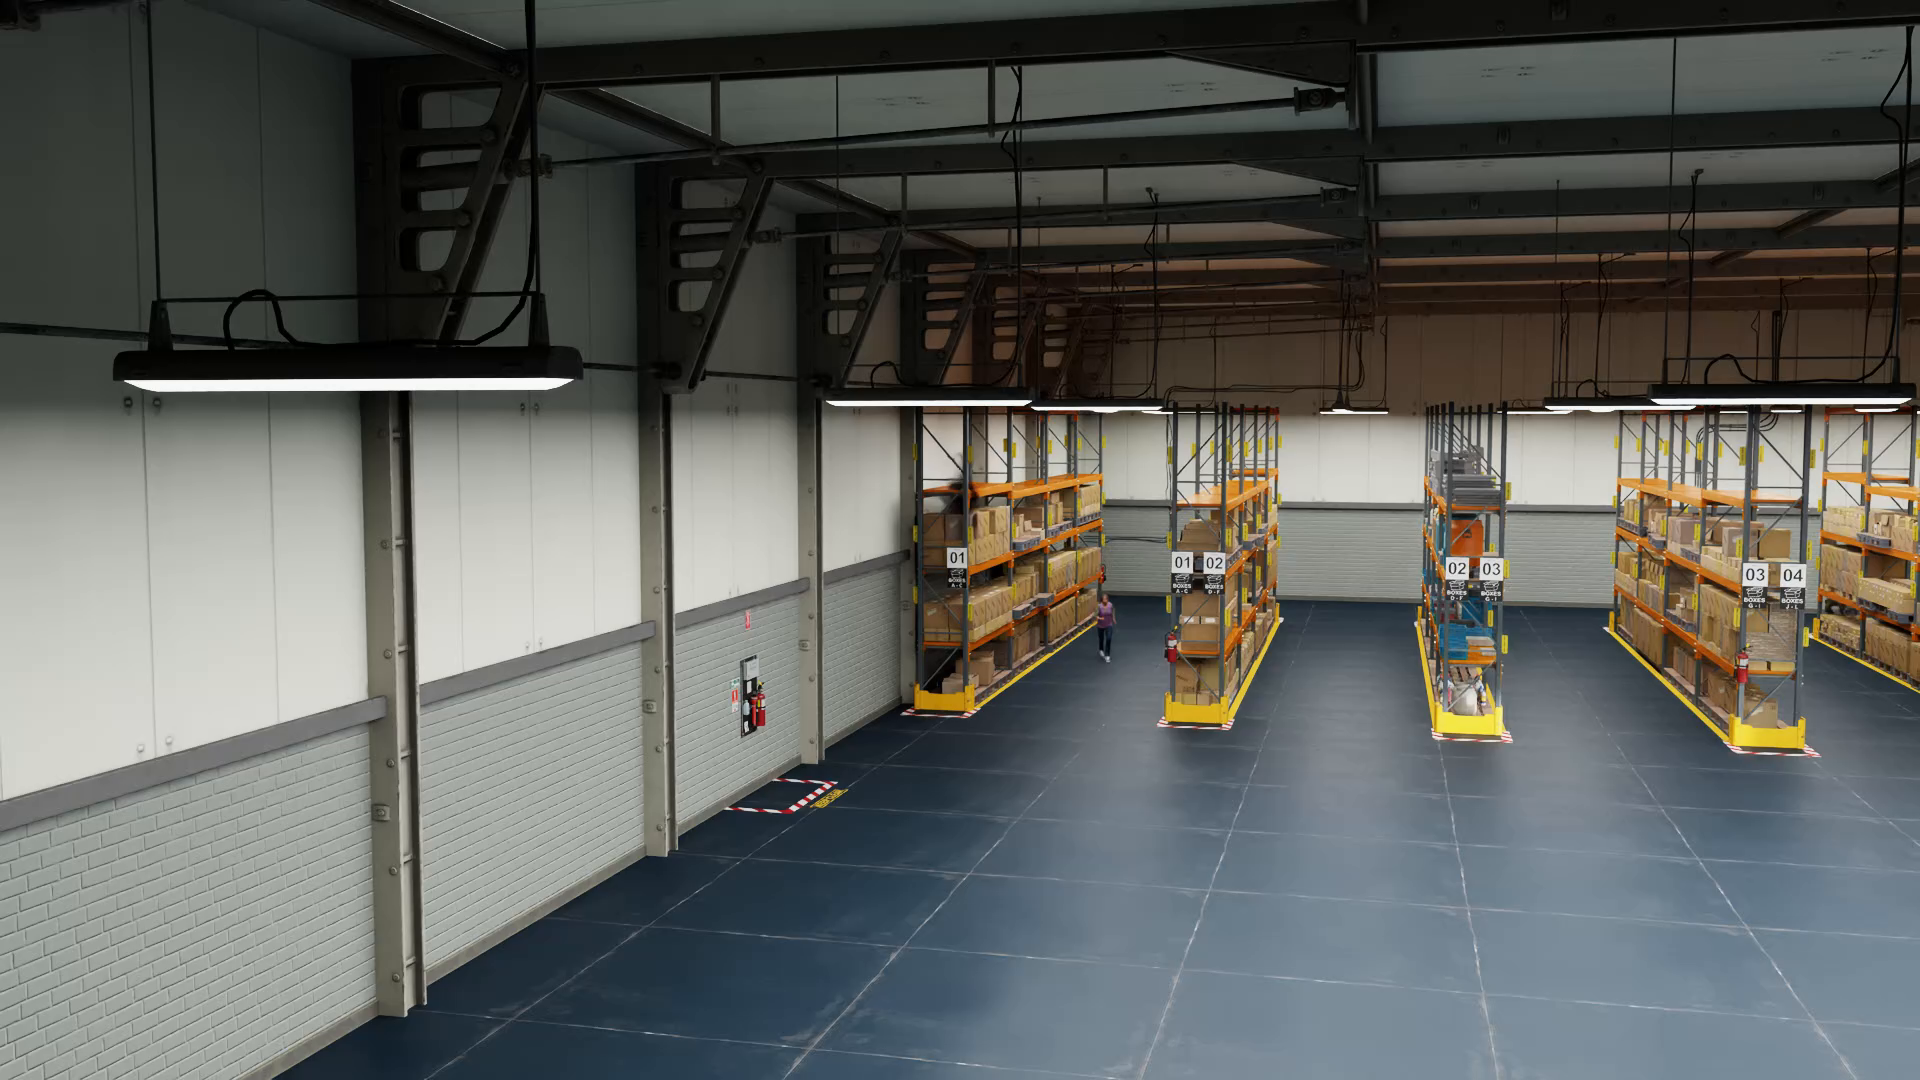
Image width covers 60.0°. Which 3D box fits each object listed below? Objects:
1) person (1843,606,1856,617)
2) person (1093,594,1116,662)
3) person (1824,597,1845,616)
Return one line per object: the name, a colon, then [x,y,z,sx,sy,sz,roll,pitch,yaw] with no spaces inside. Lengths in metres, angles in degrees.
person: [23.619,1.687,43.826,0.672,1.675,0.581,2,5,28]
person: [3.389,2.036,39.079,0.541,1.573,0.922,0,4,-1]
person: [23.526,1.550,44.579,0.917,1.843,0.669,-2,5,-22]
